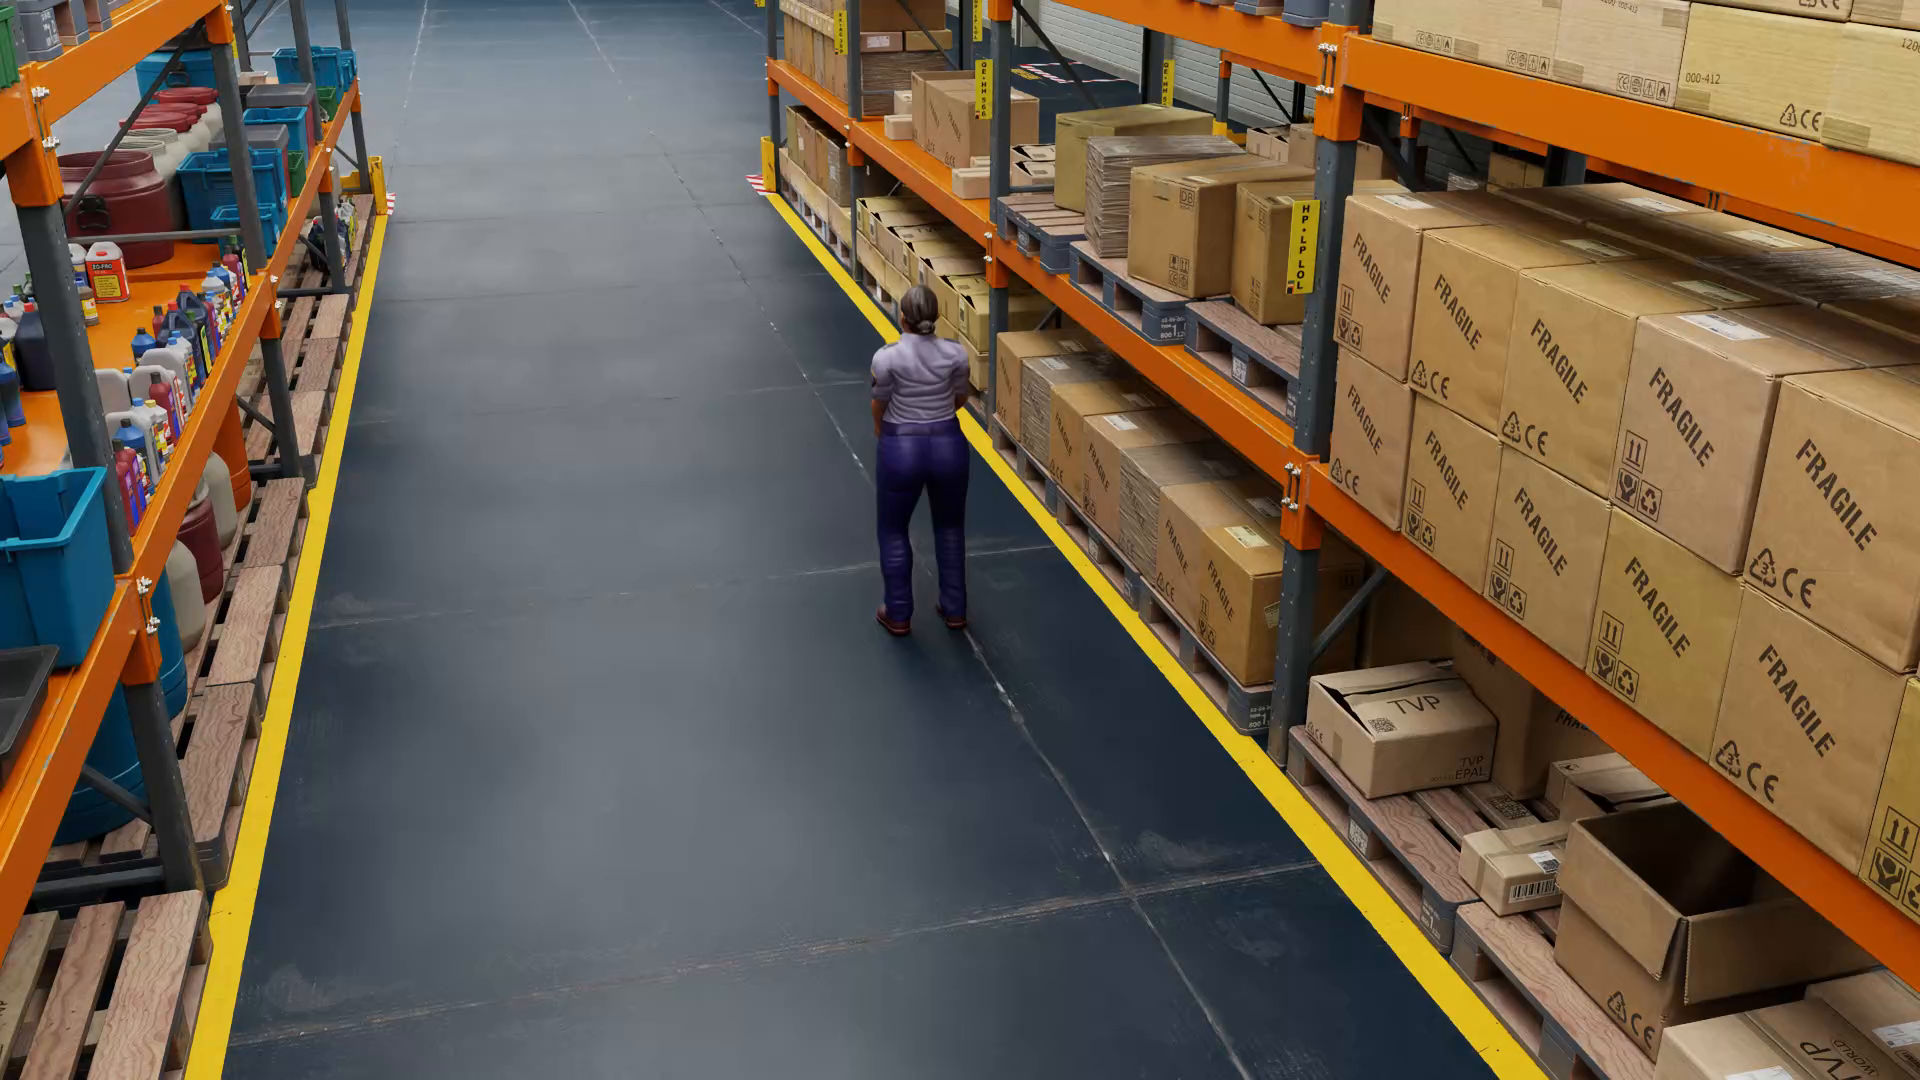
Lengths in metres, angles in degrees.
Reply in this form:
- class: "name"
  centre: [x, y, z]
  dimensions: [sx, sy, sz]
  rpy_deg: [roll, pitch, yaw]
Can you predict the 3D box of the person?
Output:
- class: "person"
  centre: [-0.194, -0.384, 7.547]
  dimensions: [0.453, 1.625, 0.515]
  rpy_deg: [-6, 24, -13]
